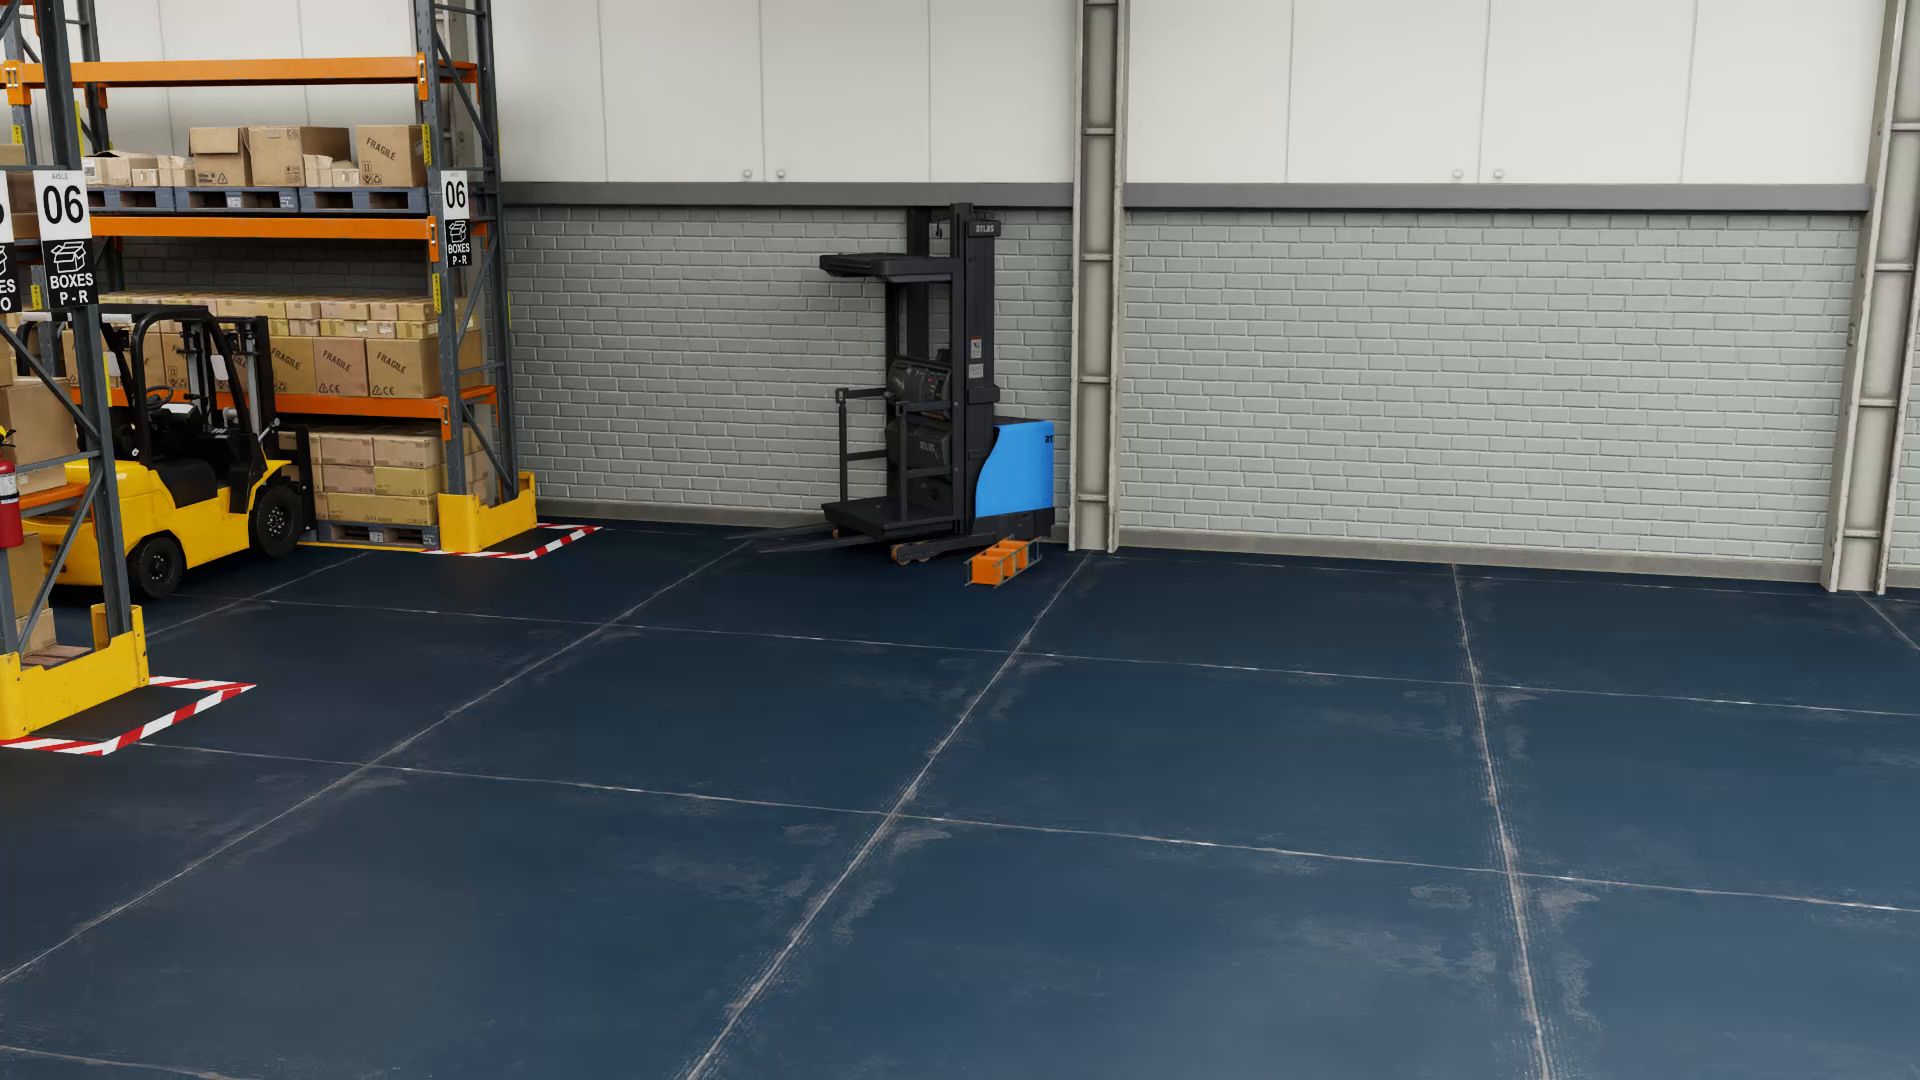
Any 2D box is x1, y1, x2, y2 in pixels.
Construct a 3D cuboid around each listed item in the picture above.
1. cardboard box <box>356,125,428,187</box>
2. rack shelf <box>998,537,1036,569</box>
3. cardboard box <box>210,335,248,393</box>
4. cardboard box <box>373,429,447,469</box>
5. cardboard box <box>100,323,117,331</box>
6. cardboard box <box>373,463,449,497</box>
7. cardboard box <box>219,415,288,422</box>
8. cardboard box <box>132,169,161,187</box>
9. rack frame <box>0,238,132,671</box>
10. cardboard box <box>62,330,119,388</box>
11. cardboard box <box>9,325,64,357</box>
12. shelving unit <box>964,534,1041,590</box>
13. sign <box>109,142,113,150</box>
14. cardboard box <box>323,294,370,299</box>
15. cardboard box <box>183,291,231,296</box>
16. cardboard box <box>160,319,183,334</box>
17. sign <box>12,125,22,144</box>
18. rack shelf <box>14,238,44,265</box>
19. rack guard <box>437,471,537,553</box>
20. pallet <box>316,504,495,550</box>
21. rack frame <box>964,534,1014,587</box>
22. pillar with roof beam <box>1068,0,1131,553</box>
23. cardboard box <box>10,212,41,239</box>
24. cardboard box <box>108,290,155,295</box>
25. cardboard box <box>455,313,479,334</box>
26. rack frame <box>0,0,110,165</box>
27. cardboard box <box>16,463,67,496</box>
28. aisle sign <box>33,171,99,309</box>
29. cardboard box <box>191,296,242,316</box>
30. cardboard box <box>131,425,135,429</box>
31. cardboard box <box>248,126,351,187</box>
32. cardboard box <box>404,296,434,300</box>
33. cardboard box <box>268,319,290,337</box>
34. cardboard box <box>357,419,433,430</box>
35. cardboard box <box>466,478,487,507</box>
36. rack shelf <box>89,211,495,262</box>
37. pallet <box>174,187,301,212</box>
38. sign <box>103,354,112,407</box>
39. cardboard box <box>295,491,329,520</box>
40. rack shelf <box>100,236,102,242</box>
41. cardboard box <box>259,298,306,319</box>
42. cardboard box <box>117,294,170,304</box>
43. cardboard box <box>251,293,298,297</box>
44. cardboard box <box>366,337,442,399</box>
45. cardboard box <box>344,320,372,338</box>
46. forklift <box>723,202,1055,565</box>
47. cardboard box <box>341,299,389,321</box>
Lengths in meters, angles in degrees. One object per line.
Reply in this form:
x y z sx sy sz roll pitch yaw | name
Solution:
-4.693 -3.222 13.975 0.500 0.500 0.500 3 13 15 | cardboard box
0.468 0.106 13.697 0.240 0.215 0.259 4 14 23 | rack shelf
-6.236 -1.582 14.707 0.500 0.500 0.500 3 13 14 | cardboard box
-4.727 -0.793 14.451 0.500 0.250 0.500 4 13 15 | cardboard box
-7.590 -1.971 14.966 0.250 0.149 0.380 3 13 15 | cardboard box
-4.753 -0.550 14.510 0.500 0.250 0.500 3 13 13 | cardboard box
-6.581 -1.005 15.407 0.500 0.250 0.500 3 13 14 | cardboard box
-6.980 -3.160 14.504 0.250 0.149 0.380 3 13 15 | cardboard box
-5.391 -0.439 9.789 0.127 3.000 1.000 3 13 14 | rack frame
-7.720 -1.662 15.068 0.500 0.500 0.500 3 13 12 | cardboard box
-8.627 -1.834 15.265 0.500 0.250 0.500 3 13 12 | cardboard box
0.354 0.168 13.439 0.252 0.215 1.050 4 14 23 | shelving unit
-7.957 -3.563 15.567 0.005 0.325 0.100 3 13 14 | sign
-5.484 -2.112 14.914 0.250 0.149 0.380 3 13 15 | cardboard box
-6.955 -2.216 15.382 0.250 0.149 0.380 3 13 12 | cardboard box
-6.855 -1.922 14.741 0.250 0.149 0.380 3 13 13 | cardboard box
-8.209 -3.447 14.499 0.005 0.325 0.100 3 13 14 | sign
-7.333 -1.656 10.010 4.000 0.370 1.077 3 13 14 | rack shelf
-4.182 -0.262 14.760 0.348 0.500 1.175 3 13 14 | rack guard
-4.958 -0.153 14.936 1.213 0.211 1.003 3 13 14 | pallet
0.242 0.159 13.486 0.008 0.200 1.050 4 14 23 | rack frame
0.129 -3.421 9.378 0.400 9.000 9.100 3 13 14 | pillar with roof beam
-5.635 -1.867 9.877 0.250 0.149 0.380 3 13 14 | cardboard box
-7.706 -2.249 15.529 0.250 0.149 0.380 3 13 14 | cardboard box
-4.472 -1.921 14.739 0.250 0.149 0.380 3 13 12 | cardboard box
-8.089 -4.620 14.780 0.127 3.000 1.000 3 13 14 | rack frame
-5.671 -0.378 10.092 0.250 0.149 0.380 3 13 14 | cardboard box
-5.256 -1.771 9.787 0.004 0.787 0.394 3 13 14 | aisle sign
-6.581 -2.073 14.735 0.250 0.149 0.380 3 13 13 | cardboard box
-7.200 -0.922 15.034 0.500 0.250 0.500 3 13 14 | cardboard box
-5.664 -3.296 14.309 0.500 0.500 0.700 3 13 14 | cardboard box
-4.723 -2.083 14.784 0.250 0.149 0.380 4 13 15 | cardboard box
-5.860 -1.869 14.506 0.250 0.149 0.380 3 13 14 | cardboard box
-5.112 -0.924 15.044 0.500 0.250 0.500 3 13 14 | cardboard box
-4.635 -0.413 15.047 0.500 0.250 0.500 3 13 14 | cardboard box
-6.147 -2.700 14.715 4.000 0.370 1.077 3 13 14 | rack shelf
-6.074 -3.010 14.653 1.213 0.211 1.003 3 13 14 | pallet
-5.261 -0.976 10.210 0.005 0.325 0.100 3 13 14 | sign
-5.701 -0.360 14.808 0.500 0.250 0.500 3 13 14 | cardboard box
-10.030 -2.908 15.651 4.000 0.370 1.077 3 13 14 | rack shelf
-5.867 -2.014 14.469 0.250 0.149 0.380 3 13 15 | cardboard box
-7.325 -2.117 14.934 0.250 0.149 0.380 3 13 12 | cardboard box
-6.232 -2.156 15.110 0.250 0.149 0.380 3 13 15 | cardboard box
-4.746 -1.503 14.350 0.500 0.500 0.500 3 13 12 | cardboard box
-5.101 -1.841 14.379 0.250 0.149 0.380 3 13 15 | cardboard box
-0.524 -1.356 14.078 3.031 2.935 1.130 -8 15 -33 | forklift
-5.111 -1.983 14.329 0.250 0.149 0.380 3 13 15 | cardboard box
